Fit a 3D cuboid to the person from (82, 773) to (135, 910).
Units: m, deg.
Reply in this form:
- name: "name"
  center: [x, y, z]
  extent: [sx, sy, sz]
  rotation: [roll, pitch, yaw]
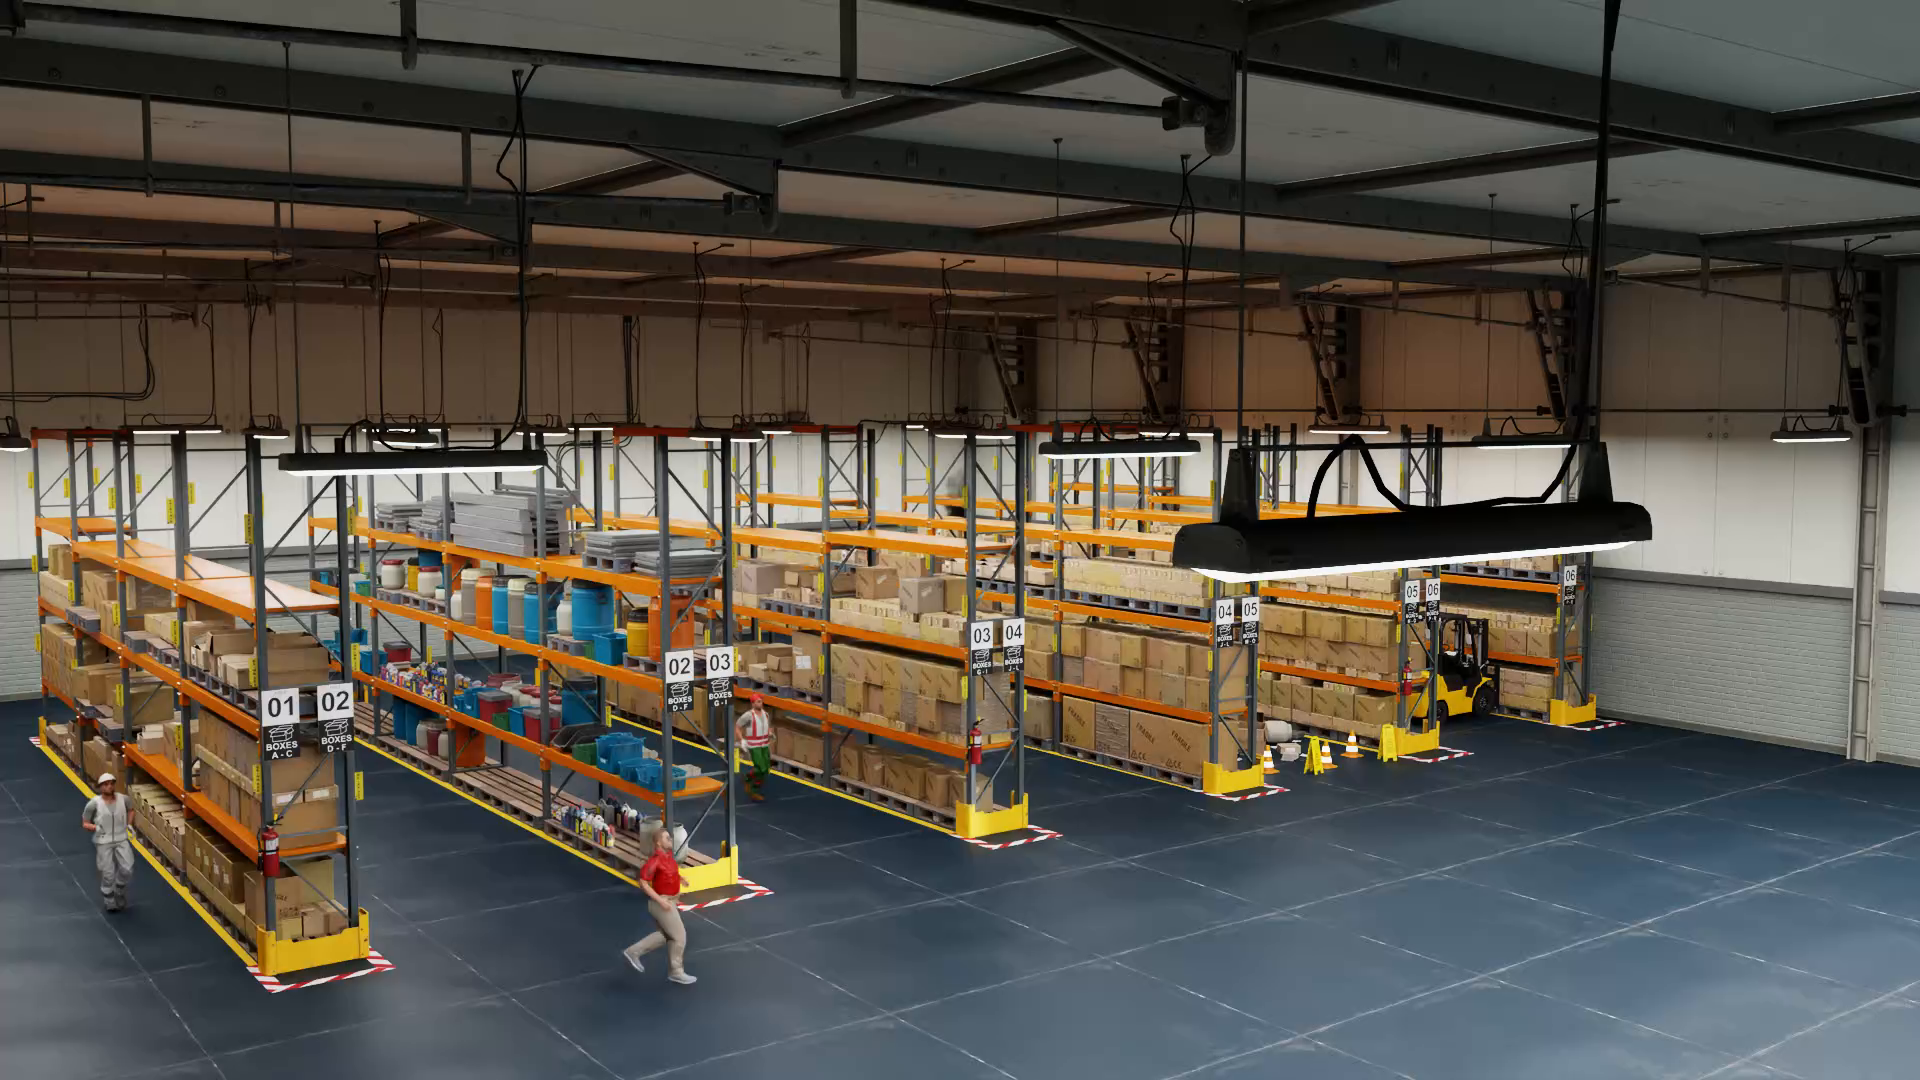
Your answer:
- name: "person"
  center: [-10.625, 3.801, 20.871]
  extent: [0.641, 1.746, 0.601]
  rotation: [-4, 6, -39]

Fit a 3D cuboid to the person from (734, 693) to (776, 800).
- name: "person"
  center: [-3.251, 3.349, 26.902]
  extent: [0.587, 1.742, 0.653]
  rotation: [4, 6, 41]

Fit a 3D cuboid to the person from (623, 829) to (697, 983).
- name: "person"
  center: [-3.315, 4.044, 18.383]
  extent: [0.801, 1.730, 0.654]
  rotation: [0, 4, -3]
